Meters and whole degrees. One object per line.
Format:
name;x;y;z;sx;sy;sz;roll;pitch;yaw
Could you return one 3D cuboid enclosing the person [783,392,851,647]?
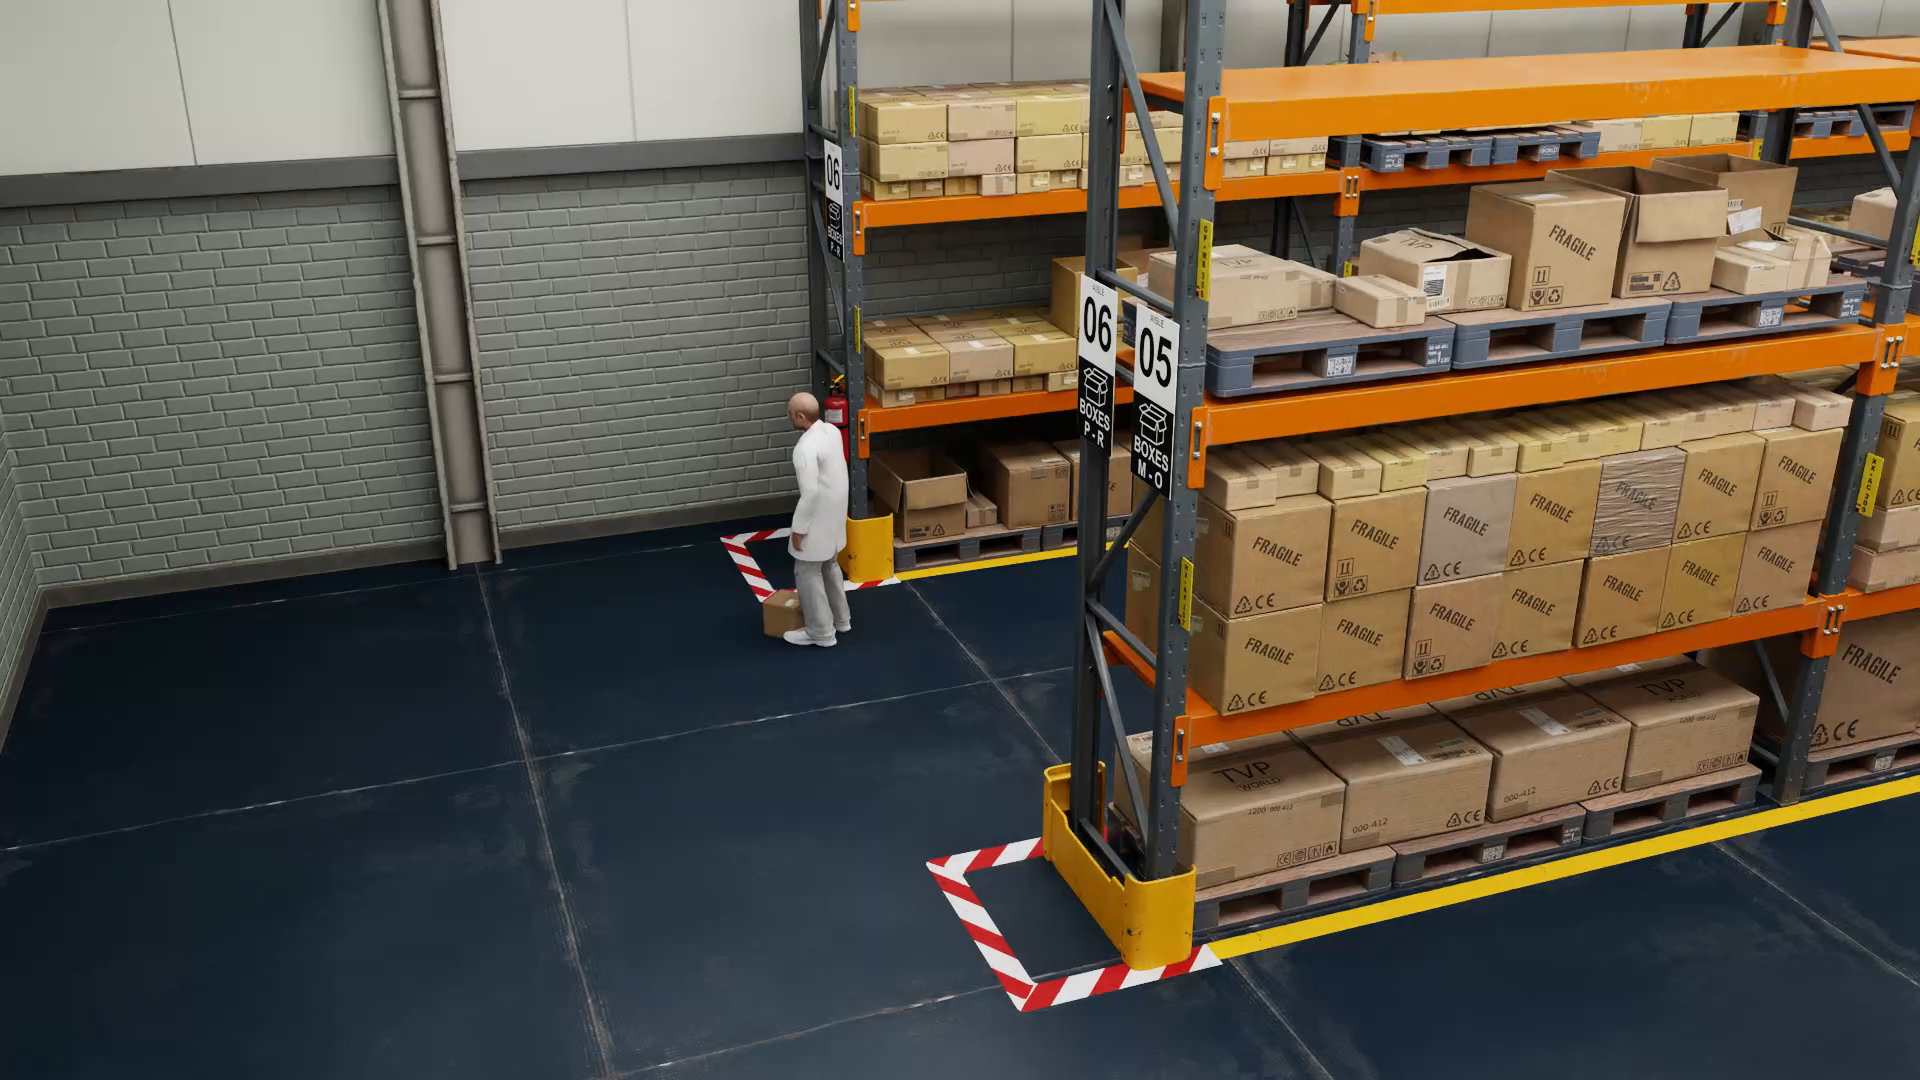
person;-0.972;-0.145;11.232;0.429;1.772;0.646;8;23;18
